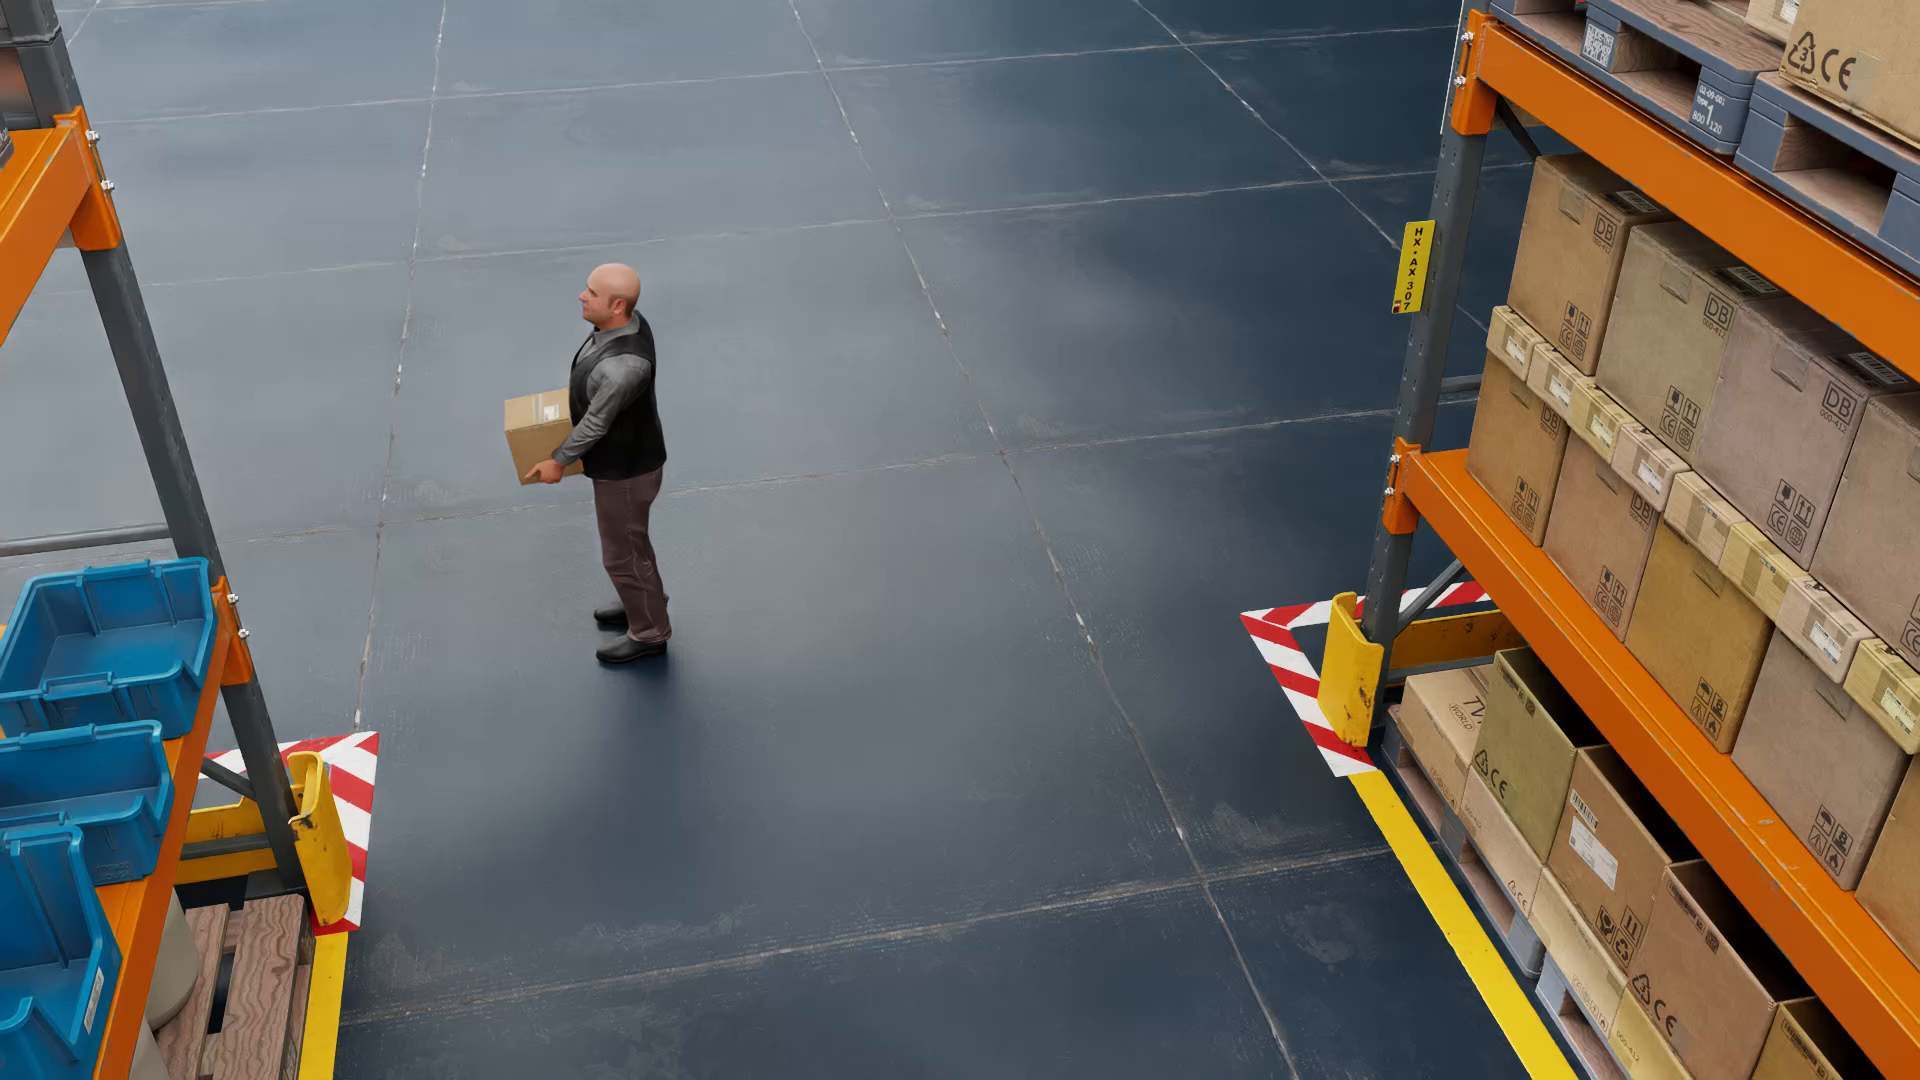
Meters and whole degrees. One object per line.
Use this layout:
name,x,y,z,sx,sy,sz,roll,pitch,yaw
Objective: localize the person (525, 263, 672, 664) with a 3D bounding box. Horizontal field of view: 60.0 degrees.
person,-1.434,-0.289,6.595,0.550,1.716,0.498,-7,35,-11
